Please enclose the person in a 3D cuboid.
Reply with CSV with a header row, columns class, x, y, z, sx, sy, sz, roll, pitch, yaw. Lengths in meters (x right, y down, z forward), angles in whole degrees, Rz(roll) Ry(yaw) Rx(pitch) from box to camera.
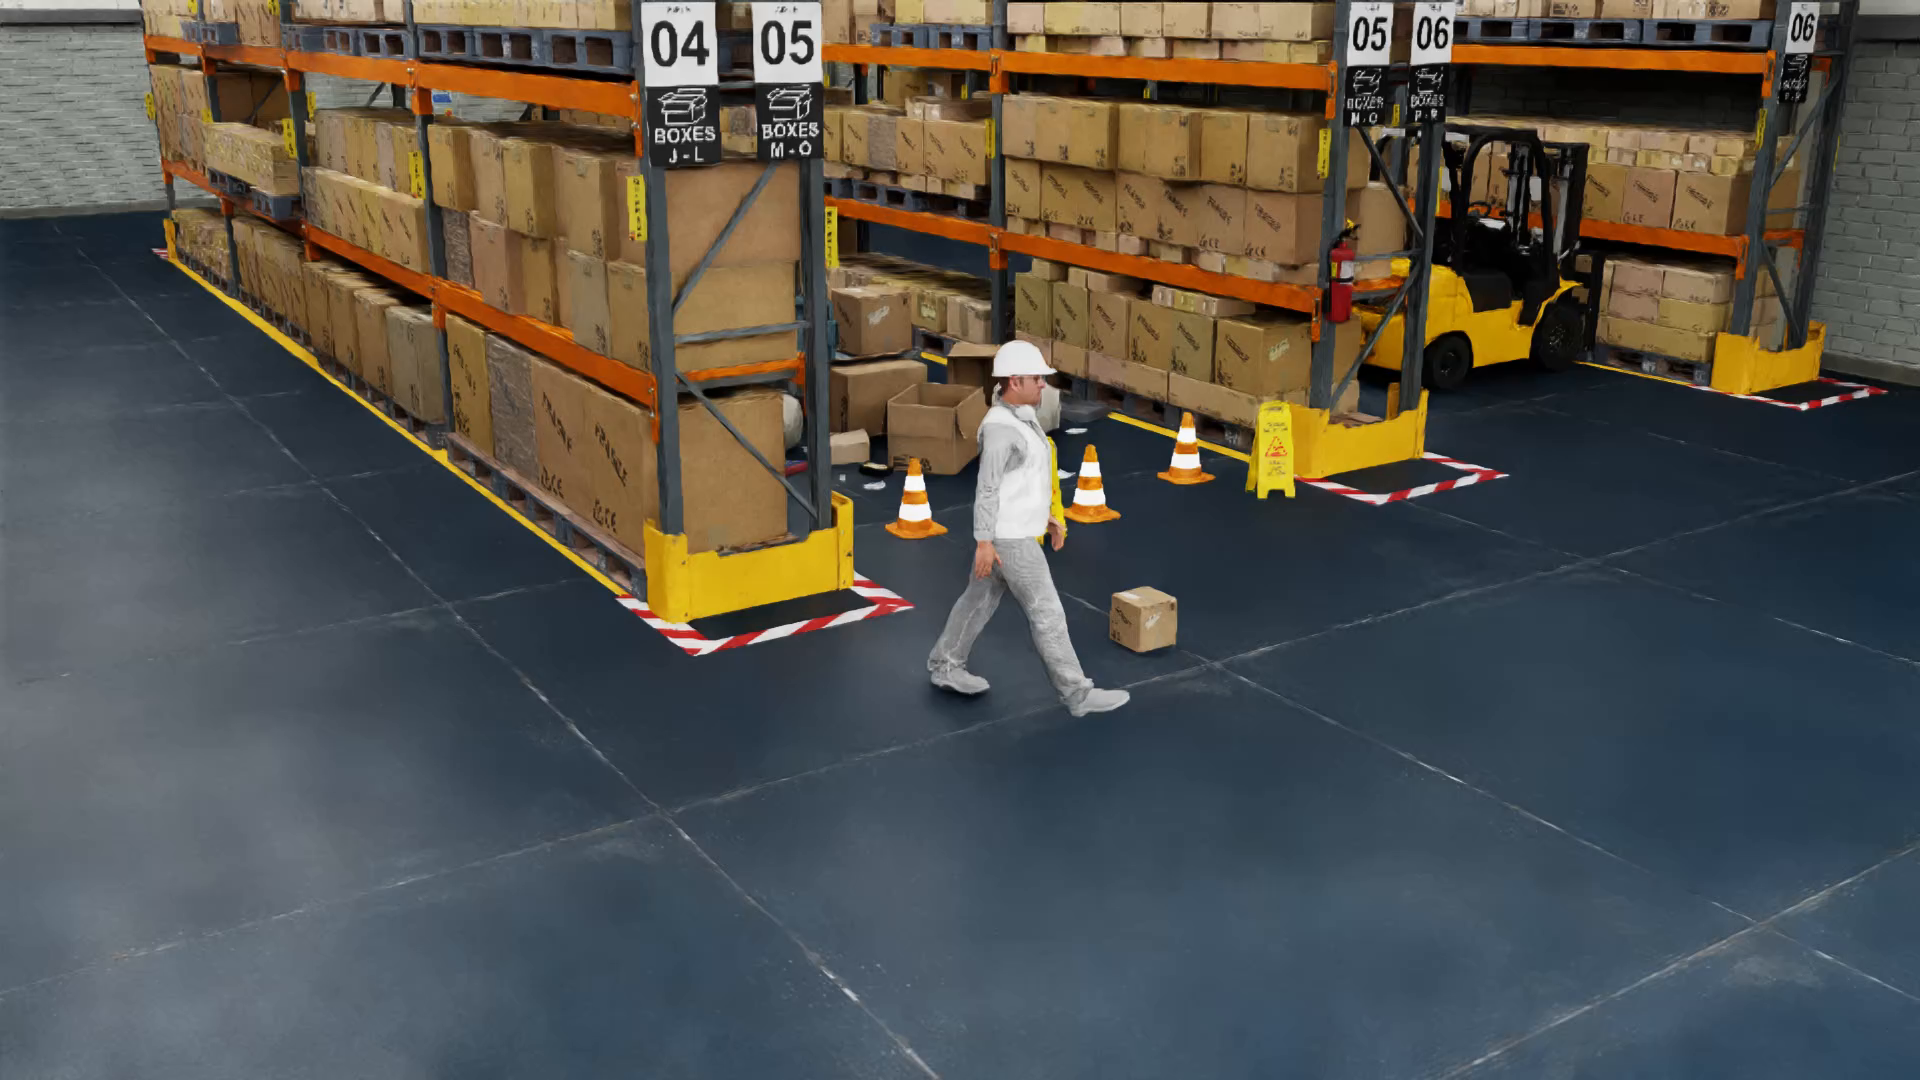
class,x,y,z,sx,sy,sz,roll,pitch,yaw
person,0.318,-0.065,7.713,0.989,1.726,0.571,2,18,5
